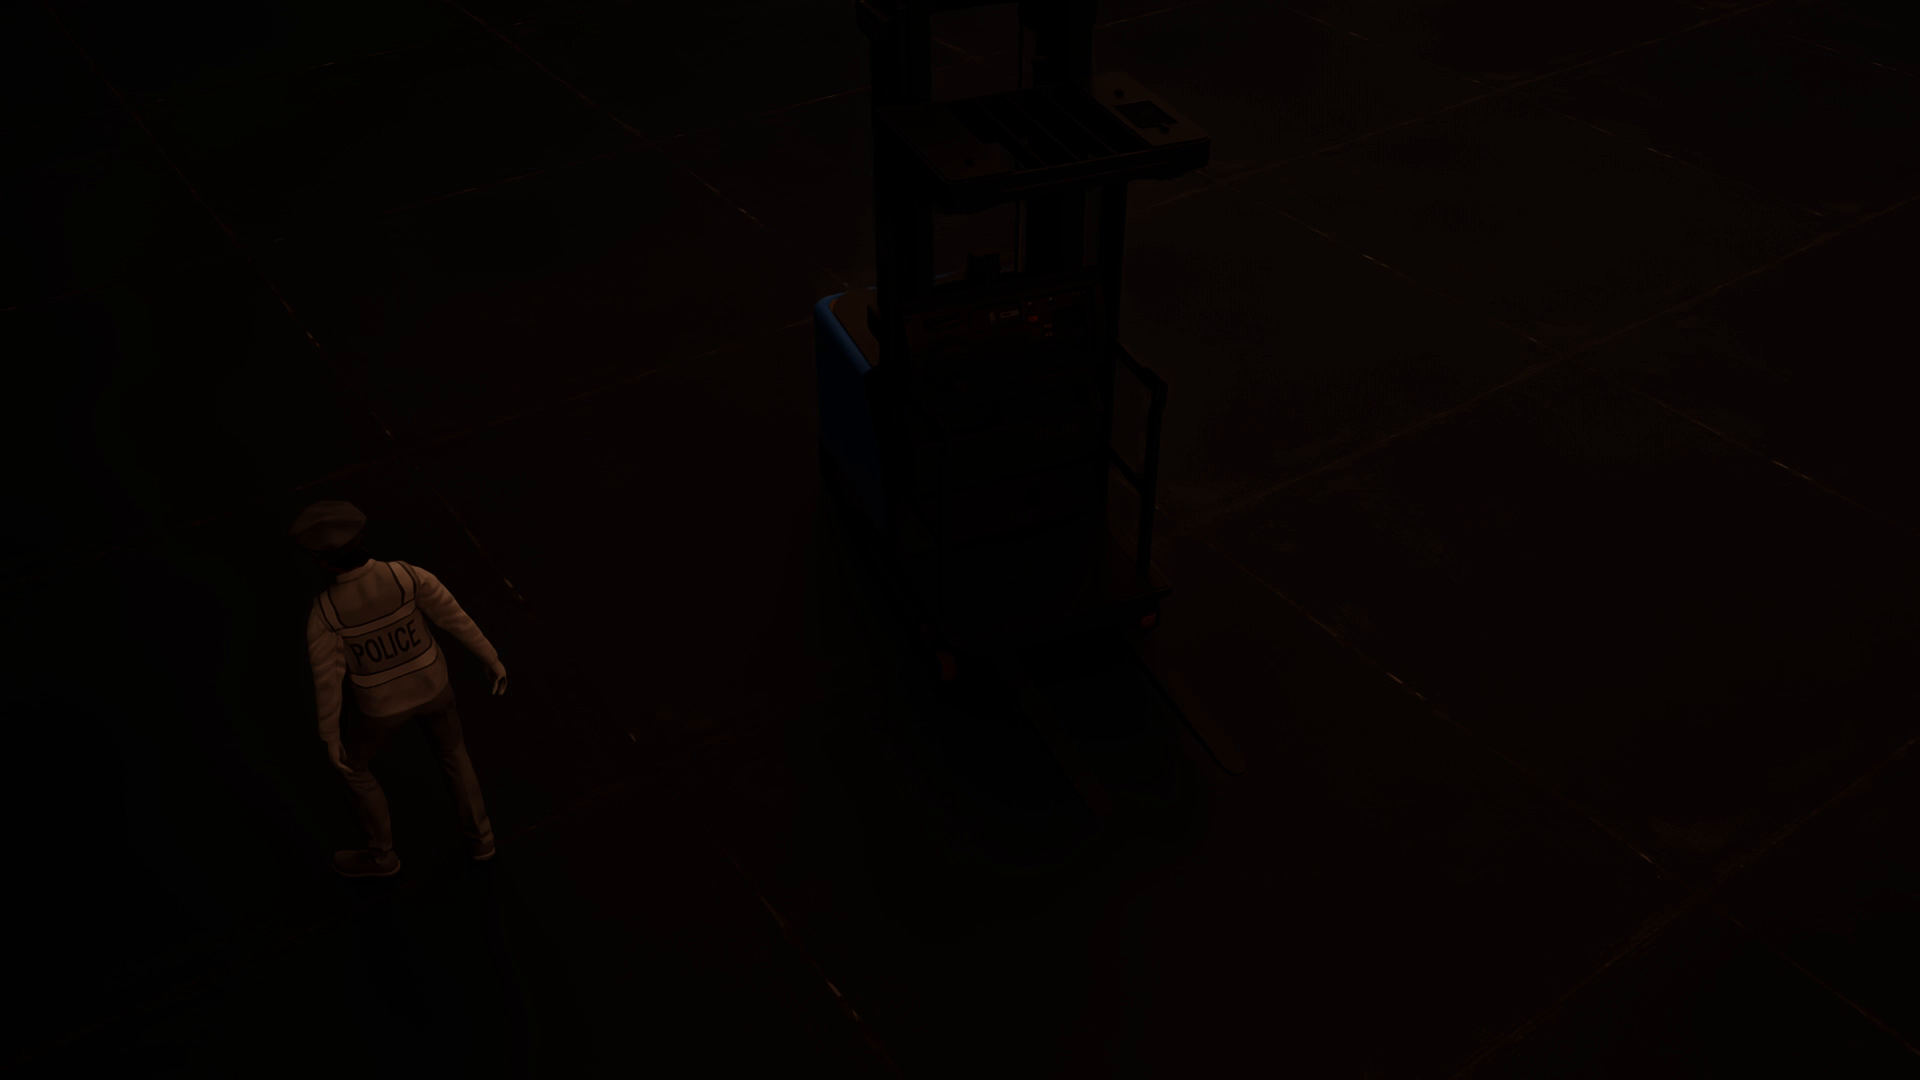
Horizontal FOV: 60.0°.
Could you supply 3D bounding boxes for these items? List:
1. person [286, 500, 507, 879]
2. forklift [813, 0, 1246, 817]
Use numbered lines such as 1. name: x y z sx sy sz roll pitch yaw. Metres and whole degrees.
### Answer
1. person: -2.115 0.596 6.269 0.796 1.640 0.417 -21 41 -25
2. forklift: 0.284 -0.815 7.046 1.130 2.935 3.031 -14 39 -18
